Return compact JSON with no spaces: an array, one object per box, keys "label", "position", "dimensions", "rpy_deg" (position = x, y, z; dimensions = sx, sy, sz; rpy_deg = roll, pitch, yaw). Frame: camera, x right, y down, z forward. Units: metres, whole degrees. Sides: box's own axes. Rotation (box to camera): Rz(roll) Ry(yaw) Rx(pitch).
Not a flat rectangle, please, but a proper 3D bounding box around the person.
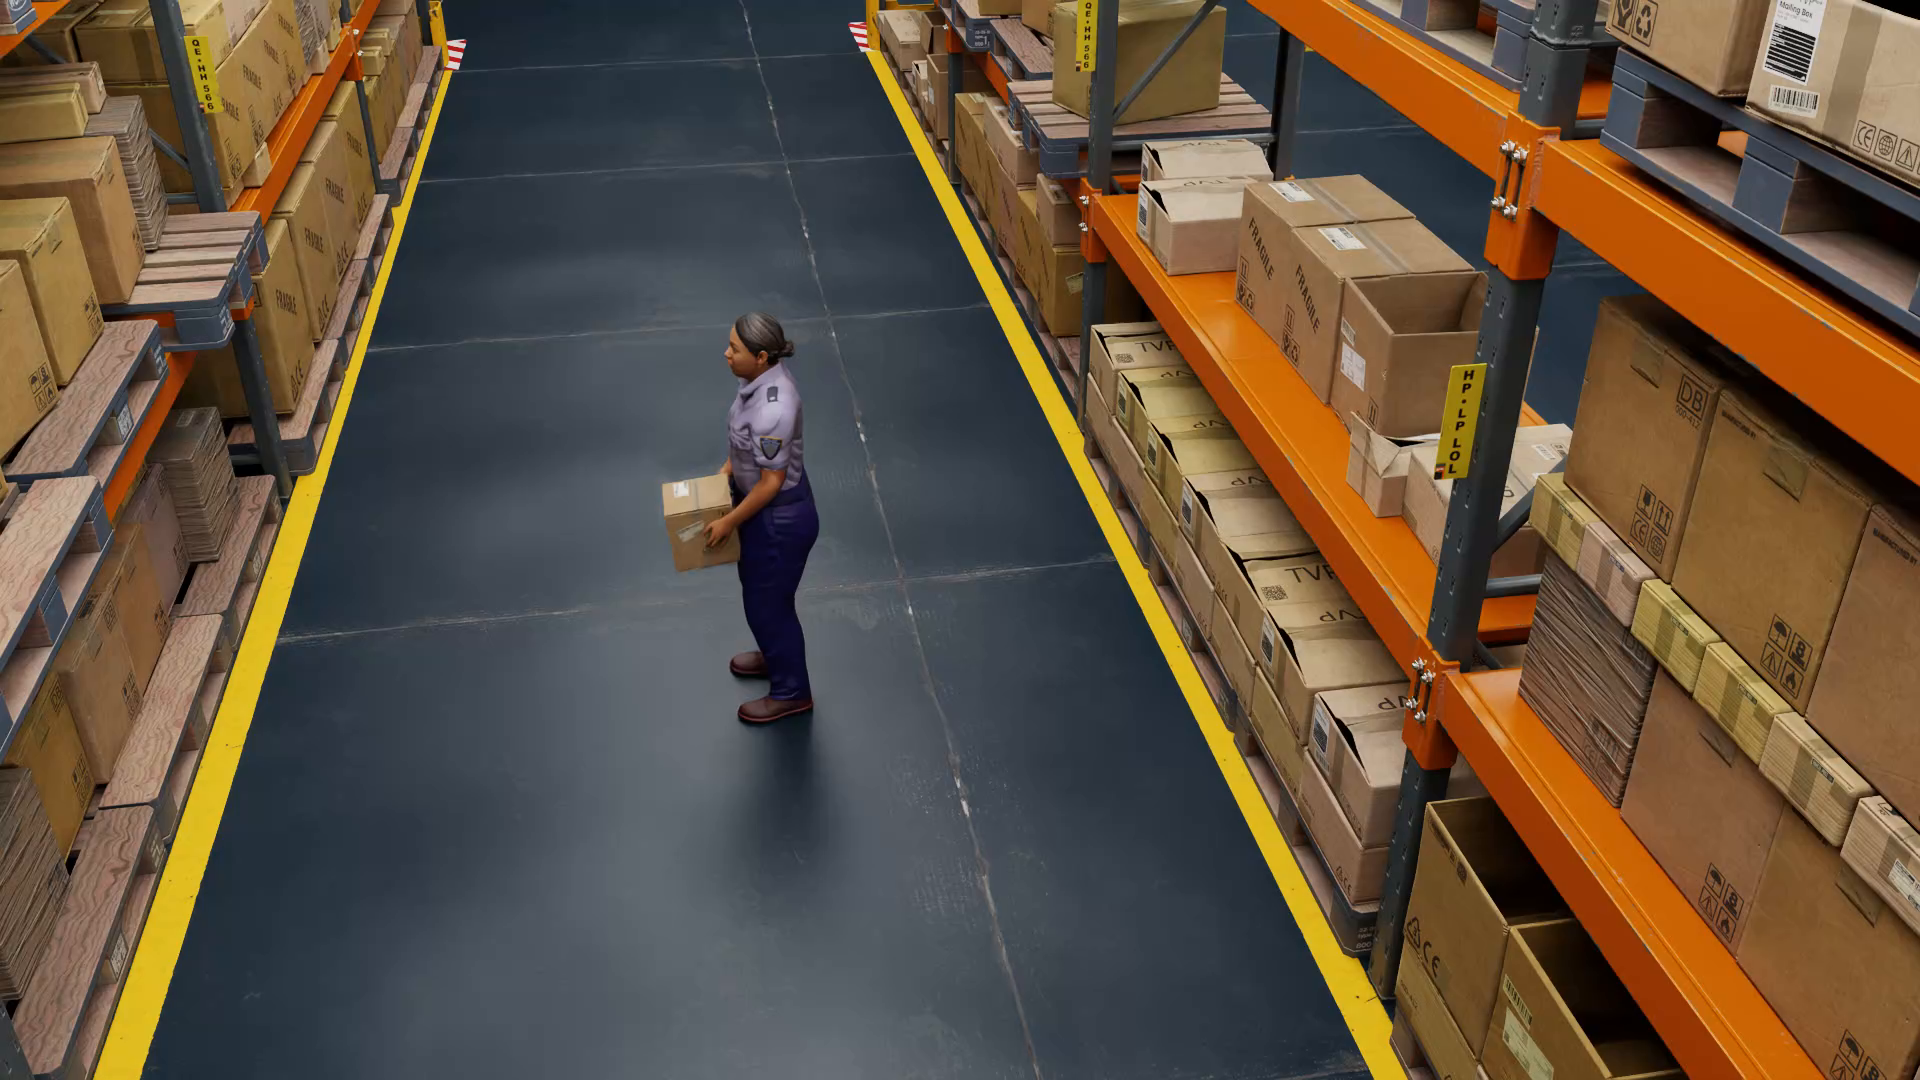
[{"label":"person","position":[-0.762,-0.094,6.294],"dimensions":[0.437,1.656,0.502],"rpy_deg":[-6,31,-10]}]
